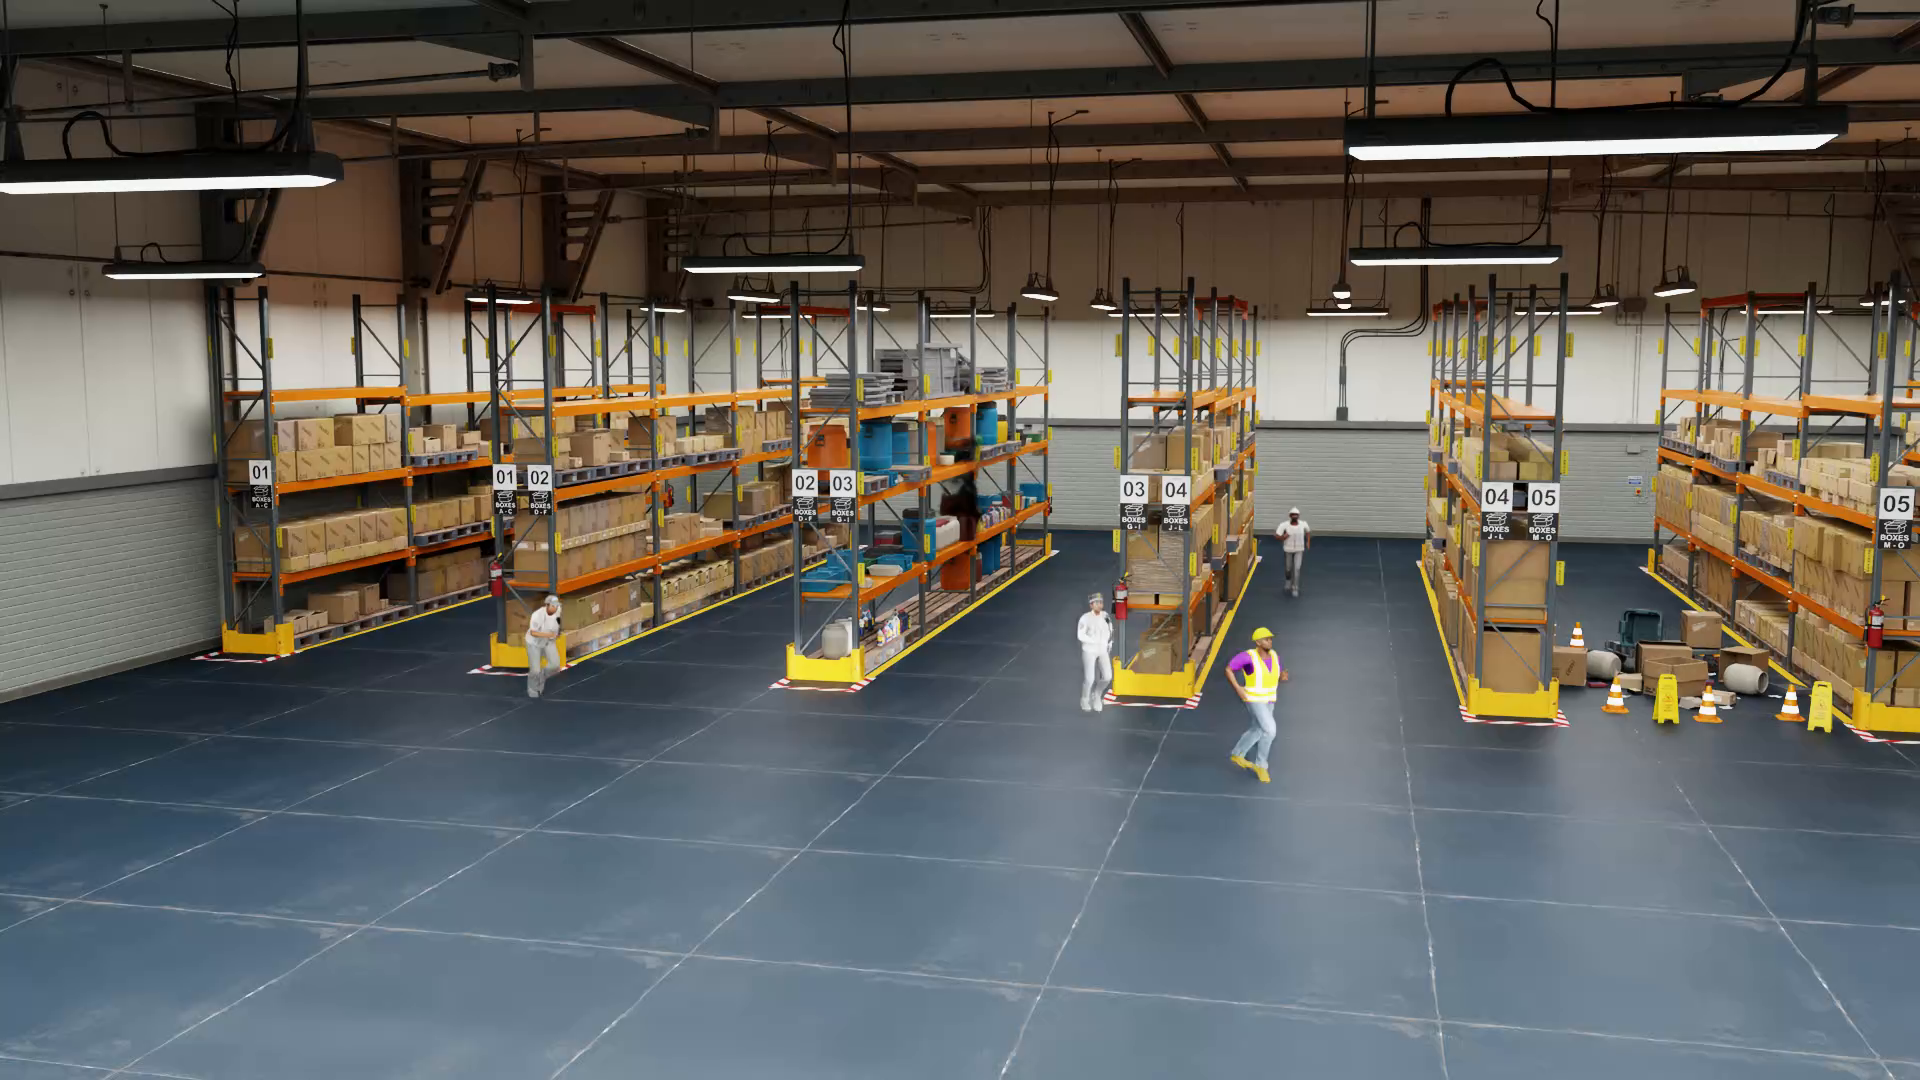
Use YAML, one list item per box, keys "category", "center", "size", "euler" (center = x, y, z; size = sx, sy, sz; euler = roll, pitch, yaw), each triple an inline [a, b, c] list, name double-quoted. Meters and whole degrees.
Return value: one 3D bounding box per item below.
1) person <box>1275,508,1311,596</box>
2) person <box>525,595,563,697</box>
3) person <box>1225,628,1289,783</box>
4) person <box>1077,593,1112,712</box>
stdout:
- category: "person"
  center: [6.765, 0.218, 33.782]
  size: [0.736, 1.755, 0.956]
  euler: [1, 7, 6]
- category: "person"
  center: [-5.938, 1.517, 23.896]
  size: [0.854, 1.518, 0.629]
  euler: [6, 9, 43]
- category: "person"
  center: [3.496, 1.915, 19.514]
  size: [0.677, 1.820, 0.778]
  euler: [-5, 8, -39]
- category: "person"
  center: [1.893, 1.549, 22.870]
  size: [0.622, 1.680, 0.641]
  euler: [-3, 7, -21]
